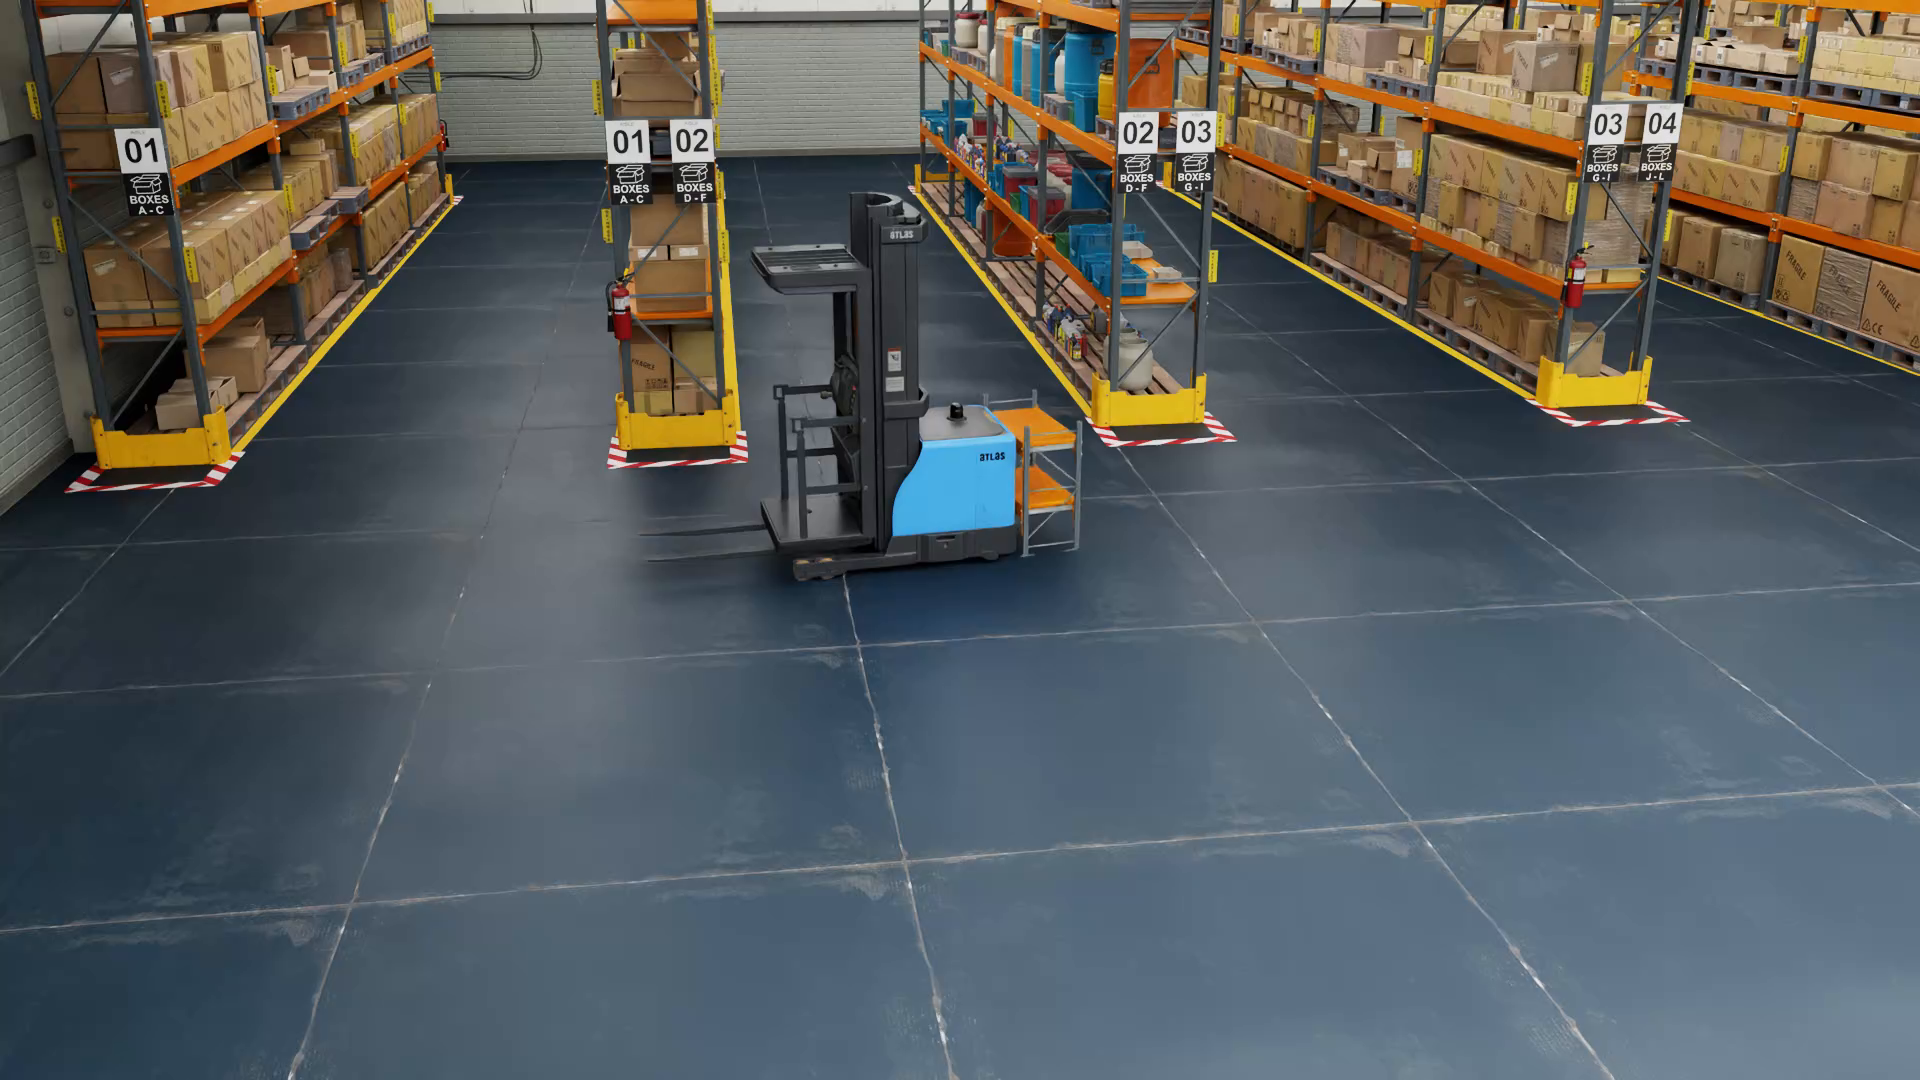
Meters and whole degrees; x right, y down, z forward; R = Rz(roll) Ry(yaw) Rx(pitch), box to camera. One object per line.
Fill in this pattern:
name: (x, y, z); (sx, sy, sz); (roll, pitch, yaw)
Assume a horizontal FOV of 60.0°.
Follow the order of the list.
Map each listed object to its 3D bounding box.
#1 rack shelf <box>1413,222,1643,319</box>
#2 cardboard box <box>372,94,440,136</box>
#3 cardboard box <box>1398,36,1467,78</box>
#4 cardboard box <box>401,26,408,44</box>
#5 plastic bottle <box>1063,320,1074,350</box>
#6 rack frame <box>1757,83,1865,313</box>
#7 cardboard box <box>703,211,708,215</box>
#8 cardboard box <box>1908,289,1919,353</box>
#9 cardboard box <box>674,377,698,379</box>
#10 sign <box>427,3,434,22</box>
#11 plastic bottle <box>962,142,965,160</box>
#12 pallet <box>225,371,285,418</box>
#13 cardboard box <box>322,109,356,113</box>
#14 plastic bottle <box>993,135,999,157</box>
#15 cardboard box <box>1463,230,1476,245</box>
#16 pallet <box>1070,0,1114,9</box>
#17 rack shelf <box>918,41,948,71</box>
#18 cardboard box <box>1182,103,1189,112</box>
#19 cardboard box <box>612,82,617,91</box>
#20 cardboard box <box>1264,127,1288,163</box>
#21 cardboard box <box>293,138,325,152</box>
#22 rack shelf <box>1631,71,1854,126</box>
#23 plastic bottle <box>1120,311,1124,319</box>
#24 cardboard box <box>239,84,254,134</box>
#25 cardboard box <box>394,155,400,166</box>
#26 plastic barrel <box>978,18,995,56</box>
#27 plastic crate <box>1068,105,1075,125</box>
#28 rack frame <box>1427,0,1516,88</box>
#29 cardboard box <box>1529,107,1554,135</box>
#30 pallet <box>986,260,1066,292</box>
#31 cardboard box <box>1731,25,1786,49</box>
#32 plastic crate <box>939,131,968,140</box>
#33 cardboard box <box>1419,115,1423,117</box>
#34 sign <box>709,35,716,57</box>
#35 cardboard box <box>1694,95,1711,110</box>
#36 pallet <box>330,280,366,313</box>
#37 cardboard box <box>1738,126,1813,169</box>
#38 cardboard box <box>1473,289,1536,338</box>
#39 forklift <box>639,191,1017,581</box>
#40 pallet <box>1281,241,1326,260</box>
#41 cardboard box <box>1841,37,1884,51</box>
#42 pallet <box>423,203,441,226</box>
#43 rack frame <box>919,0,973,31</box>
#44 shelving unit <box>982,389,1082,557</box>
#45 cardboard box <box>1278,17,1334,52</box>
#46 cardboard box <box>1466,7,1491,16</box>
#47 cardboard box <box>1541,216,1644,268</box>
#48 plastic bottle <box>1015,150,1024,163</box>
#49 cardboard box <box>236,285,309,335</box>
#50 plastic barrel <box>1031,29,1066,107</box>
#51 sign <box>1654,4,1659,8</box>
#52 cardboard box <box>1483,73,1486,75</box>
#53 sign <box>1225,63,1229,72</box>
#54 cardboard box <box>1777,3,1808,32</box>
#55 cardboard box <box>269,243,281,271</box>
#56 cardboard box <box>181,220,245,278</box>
rack shelf: (6.655, -3.255, 19.671); (1.077, 0.370, 4.000); (-3, 21, -8)
cardboard box: (-9.984, -7.654, 29.993); (0.980, 0.700, 0.700); (-2, 21, -5)
cardboard box: (6.261, -6.428, 22.106); (0.797, 0.503, 0.637); (-2, 21, -6)
cardboard box: (-9.389, -8.313, 27.370); (0.500, 0.250, 0.500); (-3, 21, -9)
plastic bottle: (1.287, -2.422, 19.571); (0.144, 0.351, 0.185); (-2, 21, -6)
rack frame: (11.290, -4.499, 21.976); (1.000, 3.000, 0.127); (-3, 21, -8)
cardboard box: (-2.962, -3.522, 18.288); (0.380, 0.149, 0.250); (-2, 21, -6)
cardboard box: (11.703, -2.547, 19.186); (0.875, 0.875, 0.875); (-3, 21, -7)
cardboard box: (-2.793, -1.679, 17.755); (0.500, 0.250, 0.500); (-3, 21, -8)
sign: (-9.529, -9.495, 29.912); (0.100, 0.325, 0.005); (-3, 21, -8)
plastic bottle: (0.071, -6.294, 26.946); (0.061, 0.283, 0.133); (-3, 21, -8)
pallet: (-8.027, -1.574, 18.130); (1.003, 0.211, 1.213); (-3, 21, -8)
cardboard box: (-9.600, -6.498, 25.659); (0.500, 0.250, 0.500); (-3, 21, -7)
plastic bottle: (0.626, -6.472, 27.328); (0.144, 0.351, 0.185); (-3, 21, -8)
cardboard box: (6.305, -3.645, 20.048); (0.380, 0.149, 0.250); (-3, 21, -8)
pallet: (1.791, -5.862, 17.890); (1.003, 0.211, 1.213); (-3, 21, -8)
rack shelf: (0.024, -8.565, 29.602); (1.077, 0.370, 4.000); (-3, 21, -8)
cardboard box: (4.521, -8.149, 31.535); (0.500, 0.250, 0.500); (-3, 21, -8)
cardboard box: (-3.367, -4.605, 17.297); (0.500, 0.311, 0.500); (-1, 20, -1)
cardboard box: (5.257, -6.403, 26.930); (0.500, 0.500, 0.500); (-3, 21, -7)
cardboard box: (-8.835, -5.359, 22.577); (0.380, 0.149, 0.250); (-6, 21, -15)
rack shelf: (11.001, -6.260, 23.431); (1.077, 0.370, 4.000); (-3, 21, -8)
plastic bottle: (1.918, -2.613, 20.082); (0.144, 0.351, 0.185); (-3, 21, -8)
cardboard box: (-7.960, -4.658, 17.942); (0.500, 0.500, 0.500); (-5, 21, -12)
cardboard box: (-9.102, -6.007, 26.344); (0.380, 0.149, 0.250); (-3, 21, -7)
plastic barrel: (0.484, -7.691, 25.440); (0.433, 0.535, 0.433); (0, 20, 0)
plastic crate: (1.424, -4.780, 18.744); (0.336, 0.188, 0.450); (-3, 21, -8)
rack frame: (6.367, -7.095, 20.350); (1.000, 3.000, 0.127); (-3, 21, -8)
cardboard box: (6.548, -4.561, 18.068); (0.500, 0.250, 0.500); (-3, 21, -7)
pallet: (0.962, -3.843, 24.203); (1.003, 0.211, 1.213); (-3, 21, -8)
cardboard box: (11.241, -6.992, 23.477); (0.500, 0.500, 0.500); (-3, 21, -8)
plastic crate: (-0.115, -7.077, 29.186); (0.437, 0.125, 0.590); (-3, 21, -8)
cardboard box: (9.282, -8.408, 32.799); (0.380, 0.149, 0.250); (-3, 21, -8)
sign: (-3.463, -6.880, 23.212); (0.100, 0.325, 0.005); (-3, 21, -8)
cardboard box: (14.473, -8.282, 31.960); (0.500, 0.500, 0.500); (-2, 21, -6)
pallet: (-8.803, -3.343, 22.864); (1.003, 0.211, 1.213); (-3, 21, -8)
cardboard box: (11.136, -5.364, 22.719); (0.700, 0.500, 0.500); (-3, 21, -9)
cardboard box: (6.642, -2.760, 20.292); (0.500, 0.500, 0.500); (-5, 21, -13)
forklift: (-1.108, -1.246, 13.364); (3.031, 2.935, 1.130); (-5, 21, -13)
pallet: (5.751, -4.640, 26.337); (1.003, 0.211, 1.213); (-3, 21, -8)
cardboard box: (11.080, -6.085, 20.410); (0.380, 0.149, 0.250); (-3, 21, -8)
pallet: (-9.702, -5.689, 29.146); (1.003, 0.211, 1.213); (-3, 21, -8)
rack frame: (-0.264, -11.000, 30.805); (1.000, 3.000, 0.127); (-3, 21, -8)
shelving unit: (0.595, -0.588, 14.182); (0.538, 1.125, 1.048); (-7, 22, -18)
cardboard box: (5.475, -8.026, 26.382); (0.797, 0.503, 0.637); (-3, 21, -8)
cardboard box: (9.576, -9.747, 30.669); (0.380, 0.149, 0.250); (-2, 21, -6)
cardboard box: (6.891, -3.277, 18.136); (0.875, 0.500, 0.500); (-3, 21, -8)
plastic bottle: (0.947, -6.007, 26.191); (0.152, 0.276, 0.135); (-3, 21, -8)
cardboard box: (-8.460, -2.824, 20.433); (0.700, 0.500, 0.500); (-2, 21, -6)
plastic barrel: (1.178, -5.840, 20.560); (0.600, 0.901, 0.708); (-3, 21, -8)
sign: (13.894, -10.765, 33.101); (0.100, 0.325, 0.005); (-3, 21, -8)
cardboard box: (6.700, -5.708, 20.569); (0.380, 0.149, 0.250); (-2, 21, -6)
sign: (5.176, -9.115, 32.340); (0.100, 0.325, 0.005); (-3, 21, -8)
cardboard box: (15.143, -9.464, 30.094); (0.500, 0.500, 0.500); (-3, 21, -7)
cardboard box: (-7.906, -3.152, 18.555); (0.500, 0.250, 0.500); (-3, 21, -8)
cardboard box: (-7.662, -2.971, 16.999); (0.500, 0.500, 0.500); (-4, 21, -10)
